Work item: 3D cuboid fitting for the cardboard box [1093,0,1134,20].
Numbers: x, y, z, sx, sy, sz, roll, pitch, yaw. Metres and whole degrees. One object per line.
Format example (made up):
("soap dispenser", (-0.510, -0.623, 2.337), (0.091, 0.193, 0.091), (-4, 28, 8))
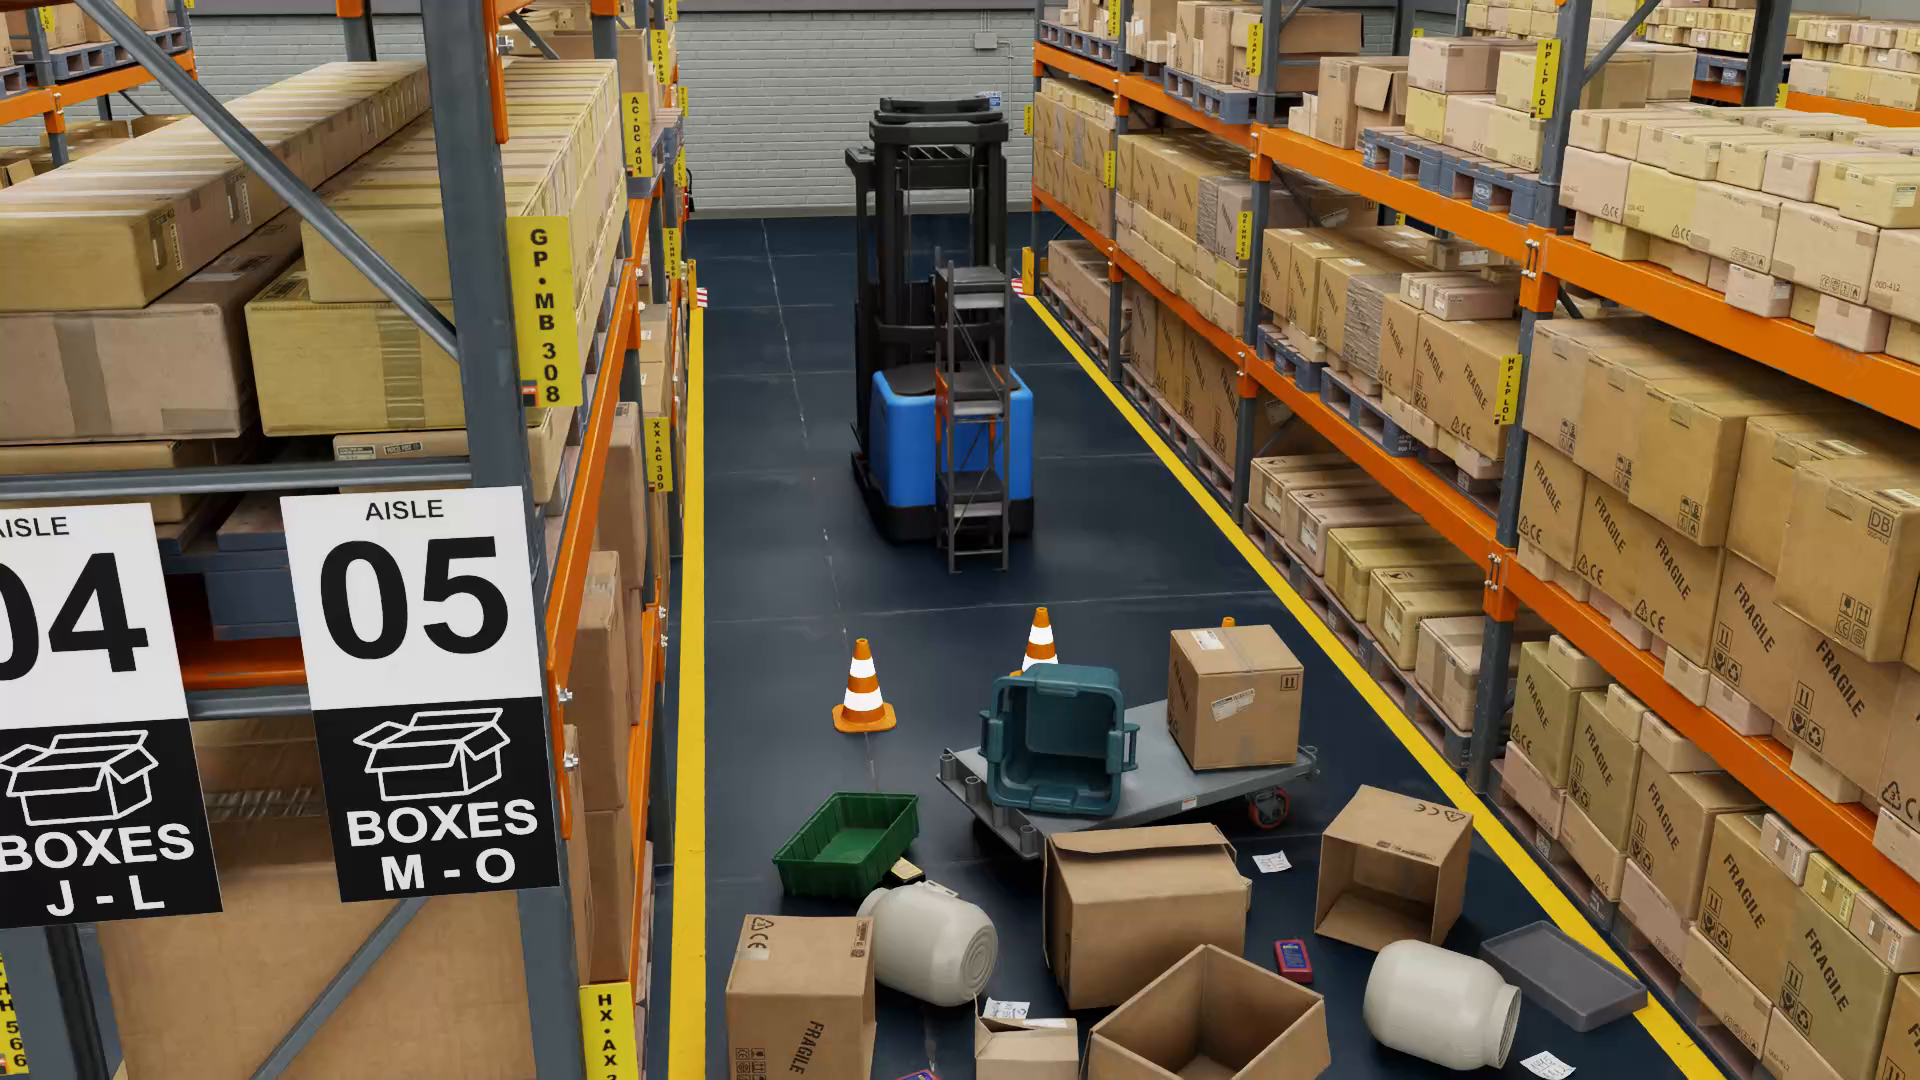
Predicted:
("cardboard box", (1.679, -5.106, 15.922), (0.797, 0.503, 0.637), (-1, 21, -4))

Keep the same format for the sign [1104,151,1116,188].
("sign", (1.356, -3.358, 15.069), (0.100, 0.325, 0.005), (-3, 21, -8))

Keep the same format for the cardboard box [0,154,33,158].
("cardboard box", (-8.232, -3.010, 14.205), (0.500, 0.500, 0.500), (-2, 21, -6))

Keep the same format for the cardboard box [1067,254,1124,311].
("cardboard box", (1.663, -2.785, 17.948), (0.875, 0.438, 0.875), (-2, 21, -6))

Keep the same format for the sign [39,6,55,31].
("sign", (-7.366, -4.269, 13.384), (0.100, 0.325, 0.005), (-3, 21, -8))

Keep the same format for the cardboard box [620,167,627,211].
("cardboard box", (-1.457, -1.310, 6.266), (0.380, 0.149, 0.250), (-3, 21, -8))

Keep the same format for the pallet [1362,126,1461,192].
("pallet", (2.922, -2.069, 8.950), (1.213, 0.211, 1.003), (-3, 21, -8))

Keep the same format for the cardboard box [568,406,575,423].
("cardboard box", (-1.054, -0.345, 3.682), (0.380, 0.149, 0.250), (-3, 21, -8))

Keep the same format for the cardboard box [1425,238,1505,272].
("cardboard box", (2.997, -1.693, 9.867), (0.380, 0.149, 0.250), (-4, 21, -10))

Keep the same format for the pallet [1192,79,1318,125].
("pallet", (2.336, -3.096, 11.700), (1.213, 0.211, 1.003), (-2, 21, -5))

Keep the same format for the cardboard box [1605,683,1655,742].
("cardboard box", (2.911, 0.705, 6.874), (0.380, 0.149, 0.250), (-2, 21, -6))

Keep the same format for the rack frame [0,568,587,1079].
("rack frame", (-1.249, 1.496, 3.424), (1.000, 3.000, 0.127), (-3, 21, -8))

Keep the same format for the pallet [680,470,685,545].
("pallet", (-2.513, -0.238, 12.053), (1.003, 0.211, 1.213), (-3, 21, -8))

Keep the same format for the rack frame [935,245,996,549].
("rack frame", (0.036, -0.937, 11.223), (0.400, 2.100, 0.015), (-4, 21, -10))

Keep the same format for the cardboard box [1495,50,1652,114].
("cardboard box", (2.849, -2.134, 7.755), (0.500, 0.250, 0.500), (-2, 21, -7))

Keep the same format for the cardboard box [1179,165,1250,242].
("cardboard box", (2.001, -2.589, 12.790), (0.500, 0.500, 0.500), (-3, 21, -8))

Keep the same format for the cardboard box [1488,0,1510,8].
("cardboard box", (6.110, -5.945, 18.135), (0.500, 0.250, 0.500), (-3, 21, -8))

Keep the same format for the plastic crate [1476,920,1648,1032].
("plastic crate", (2.473, 1.779, 6.839), (0.402, 0.080, 0.583), (-11, 23, -26))

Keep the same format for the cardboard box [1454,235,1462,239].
("cardboard box", (6.234, -3.391, 19.476), (0.797, 0.503, 0.637), (-4, 21, -10))

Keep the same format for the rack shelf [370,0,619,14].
("rack shelf", (-2.114, -2.868, 8.132), (1.077, 0.370, 4.000), (-3, 21, -8))

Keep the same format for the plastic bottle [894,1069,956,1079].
("plastic bottle", (-0.158, 2.039, 6.169), (0.283, 0.061, 0.133), (-11, 23, -26))

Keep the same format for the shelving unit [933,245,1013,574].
("shelving unit", (0.079, -0.853, 10.998), (0.431, 2.100, 0.503), (-4, 21, -10))

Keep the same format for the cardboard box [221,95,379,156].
("cardboard box", (-1.925, -1.210, 4.858), (0.380, 0.149, 0.250), (-3, 21, -8))

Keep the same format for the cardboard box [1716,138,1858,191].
("cardboard box", (2.973, -1.353, 5.984), (0.380, 0.149, 0.250), (-4, 21, -10))

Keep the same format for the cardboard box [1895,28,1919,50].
("cardboard box", (7.117, -3.672, 12.192), (0.380, 0.149, 0.250), (-4, 21, -10))

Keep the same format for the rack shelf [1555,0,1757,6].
("rack shelf", (2.770, -3.152, 8.894), (1.077, 0.370, 4.000), (-3, 21, -8))

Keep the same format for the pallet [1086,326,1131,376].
("pallet", (1.873, -1.904, 16.514), (1.003, 0.211, 1.213), (-3, 21, -8))

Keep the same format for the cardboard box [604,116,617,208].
("cardboard box", (-1.428, -1.274, 5.600), (0.500, 0.250, 0.500), (-3, 21, -8))

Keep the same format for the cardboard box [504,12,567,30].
("cardboard box", (-2.806, -3.388, 10.977), (0.396, 0.266, 0.258), (-3, 21, -8))

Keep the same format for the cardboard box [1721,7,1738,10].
("cardboard box", (7.034, -4.680, 14.863), (0.380, 0.149, 0.250), (-3, 21, -7))

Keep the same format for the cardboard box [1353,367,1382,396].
("cardboard box", (2.530, -0.954, 9.742), (0.380, 0.149, 0.250), (-2, 21, -6))

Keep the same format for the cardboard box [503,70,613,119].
("cardboard box", (-1.385, -1.509, 5.658), (0.380, 0.149, 0.250), (-3, 21, -8))

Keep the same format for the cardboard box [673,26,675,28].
("cardboard box", (-3.228, -5.235, 17.372), (0.500, 0.250, 0.500), (-3, 21, -9))

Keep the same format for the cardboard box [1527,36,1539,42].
("cardboard box", (6.180, -5.210, 17.450), (0.380, 0.149, 0.250), (-3, 21, -8))

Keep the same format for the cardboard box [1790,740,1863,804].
("cardboard box", (3.116, 0.771, 5.724), (0.380, 0.149, 0.250), (-3, 21, -8))

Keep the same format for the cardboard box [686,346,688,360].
("cardboard box", (-2.752, -1.755, 15.601), (0.380, 0.149, 0.250), (-2, 21, -6))

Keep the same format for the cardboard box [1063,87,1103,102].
("cardboard box", (1.284, -4.649, 17.378), (0.380, 0.149, 0.250), (-3, 21, -7))

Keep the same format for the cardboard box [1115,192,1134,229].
("cardboard box", (1.689, -2.941, 14.803), (0.500, 0.250, 0.500), (-4, 21, -9))

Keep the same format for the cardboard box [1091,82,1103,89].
("cardboard box", (1.639, -4.947, 18.175), (0.380, 0.149, 0.250), (-3, 21, -7))

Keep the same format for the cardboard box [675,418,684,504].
("cardboard box", (-2.252, -0.558, 11.894), (0.500, 0.500, 0.500), (-4, 21, -10))

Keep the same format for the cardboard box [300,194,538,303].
("cardboard box", (-0.982, -0.540, 3.065), (0.380, 0.149, 0.250), (-3, 21, -7))

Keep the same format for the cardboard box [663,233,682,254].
("cardboard box", (-2.696, -2.656, 14.899), (0.380, 0.149, 0.250), (-2, 21, -6))

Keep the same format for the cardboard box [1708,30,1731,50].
("cardboard box", (6.615, -4.249, 14.135), (0.380, 0.149, 0.250), (-3, 21, -8))

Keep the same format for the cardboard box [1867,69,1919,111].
("cardboard box", (7.079, -3.311, 12.220), (0.500, 0.250, 0.500), (-4, 21, -10))

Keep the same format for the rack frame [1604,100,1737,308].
("rack frame", (6.816, -3.195, 15.984), (1.000, 3.000, 0.127), (-3, 21, -8))

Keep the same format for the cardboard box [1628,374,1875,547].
("cardboard box", (3.005, -0.312, 6.267), (0.700, 0.500, 0.500), (-3, 21, -9))

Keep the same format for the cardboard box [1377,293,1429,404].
("cardboard box", (2.623, -1.056, 9.087), (0.500, 0.500, 0.500), (-2, 21, -6))

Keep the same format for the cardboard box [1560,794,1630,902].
("cardboard box", (2.964, 1.320, 7.225), (0.500, 0.250, 0.500), (-2, 21, -5))

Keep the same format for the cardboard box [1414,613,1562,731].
("cardboard box", (2.980, 0.679, 8.766), (0.950, 0.372, 0.625), (-3, 21, -7))

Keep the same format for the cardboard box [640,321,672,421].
("cardboard box", (-2.001, -1.006, 9.979), (0.500, 0.500, 0.500), (-3, 21, -8))

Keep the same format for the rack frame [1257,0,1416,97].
("rack frame", (2.482, -4.369, 10.553), (1.000, 3.000, 0.127), (-3, 21, -8))

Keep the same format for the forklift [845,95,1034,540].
("forklift", (-0.251, -1.854, 12.491), (1.130, 2.935, 3.031), (-4, 21, -10))

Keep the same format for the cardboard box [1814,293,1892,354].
("cardboard box", (3.041, -0.715, 5.416), (0.380, 0.149, 0.250), (-3, 21, -8))

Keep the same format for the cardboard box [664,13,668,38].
("cardboard box", (-2.878, -4.580, 14.903), (0.500, 0.250, 0.500), (-3, 21, -8))

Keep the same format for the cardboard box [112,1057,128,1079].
("cardboard box", (-1.347, 1.299, 3.736), (0.875, 0.550, 0.550), (-3, 21, -8))

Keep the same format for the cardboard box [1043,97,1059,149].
("cardboard box", (1.197, -4.485, 17.864), (0.500, 0.500, 0.500), (-3, 21, -9))
